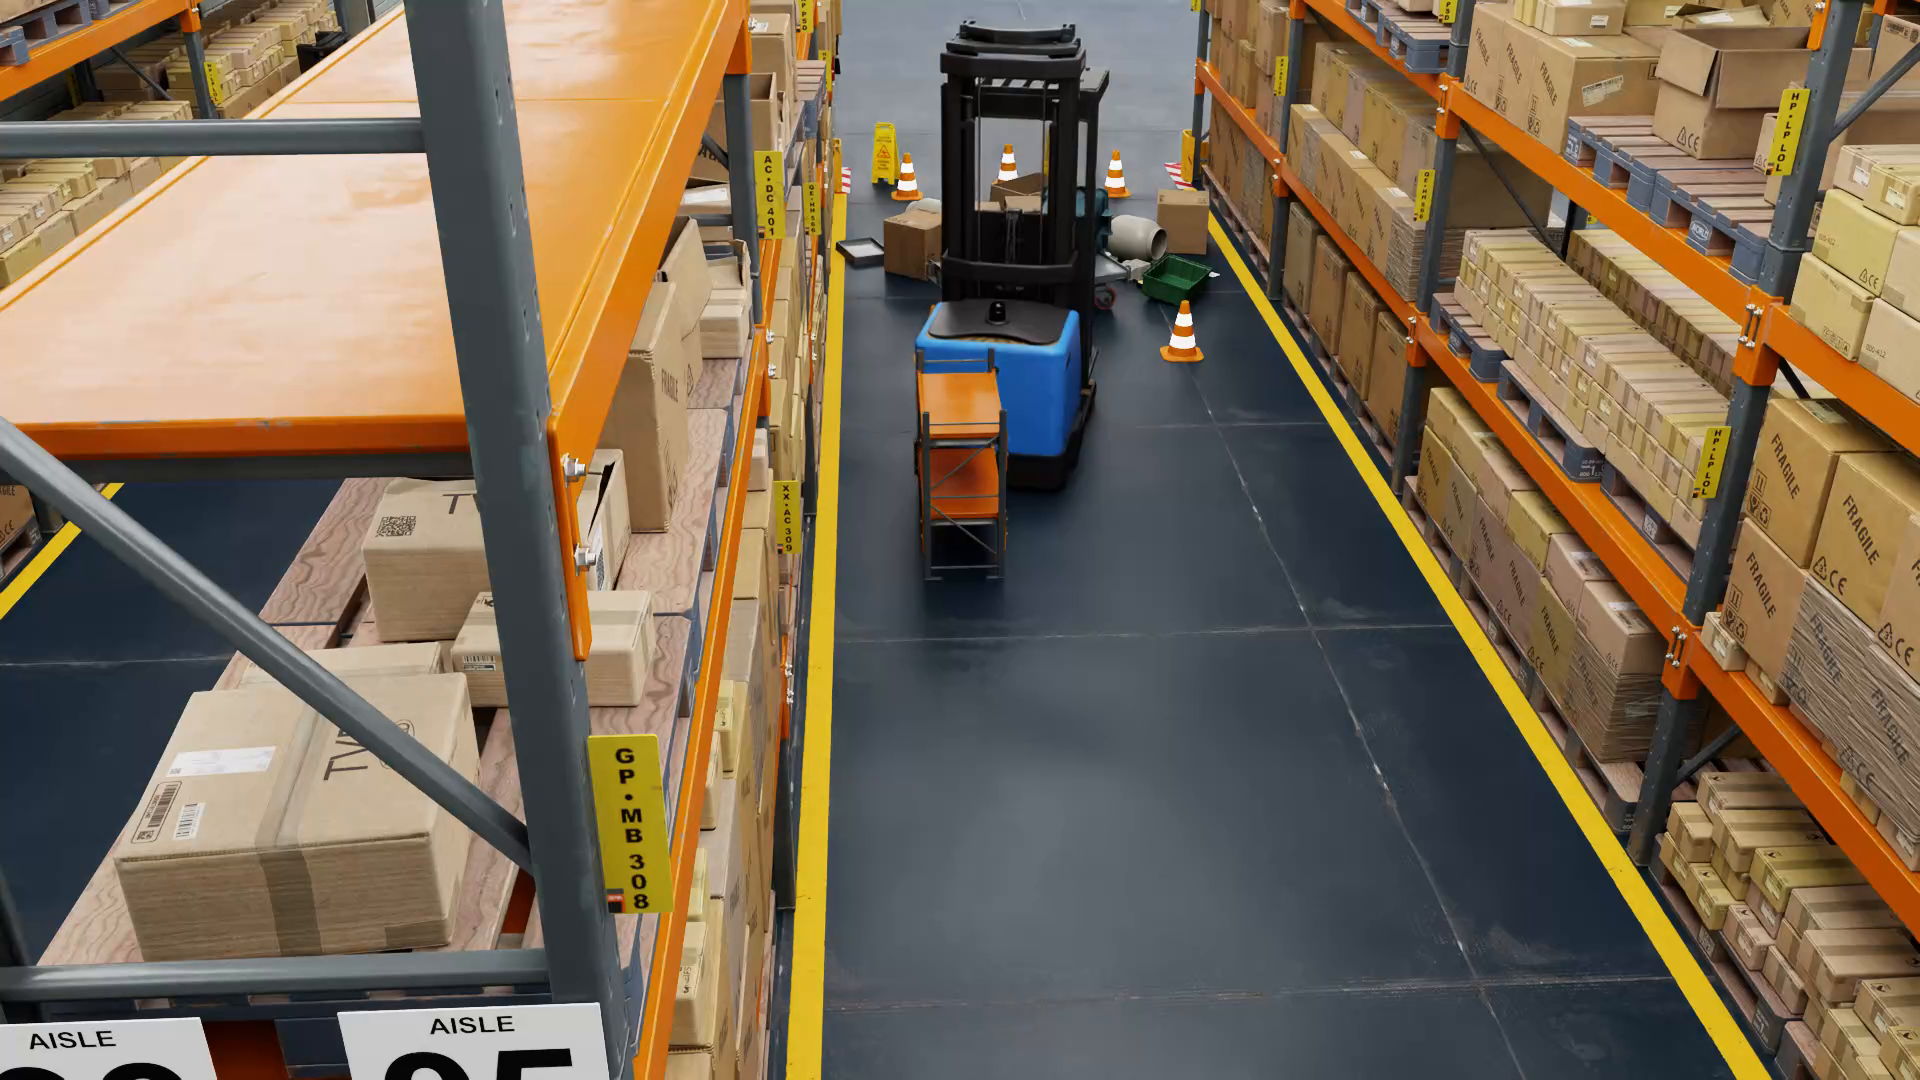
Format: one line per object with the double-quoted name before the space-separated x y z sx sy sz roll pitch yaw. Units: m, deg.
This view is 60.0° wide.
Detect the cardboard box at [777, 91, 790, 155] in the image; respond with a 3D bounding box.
"cardboard box" -0.997 -1.966 7.786 0.396 0.266 0.258 1 28 2

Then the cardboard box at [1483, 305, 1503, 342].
"cardboard box" 3.328 -1.285 9.851 0.380 0.149 0.250 0 28 0

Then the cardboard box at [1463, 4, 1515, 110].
"cardboard box" 3.242 -2.775 9.537 0.500 0.500 0.500 -1 28 -3

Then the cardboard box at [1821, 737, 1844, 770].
"cardboard box" 3.537 0.792 6.322 0.380 0.149 0.250 -3 28 -5

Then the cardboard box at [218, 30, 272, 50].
"cardboard box" -6.523 -4.556 15.173 0.380 0.149 0.250 -1 28 -2

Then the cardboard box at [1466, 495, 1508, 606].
"cardboard box" 3.321 0.053 9.715 0.500 0.500 0.500 -2 28 -4

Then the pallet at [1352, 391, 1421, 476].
"pallet" 3.512 -0.800 12.118 1.003 0.211 1.213 -1 28 -3

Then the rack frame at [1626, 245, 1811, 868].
"rack frame" 3.687 0.177 7.230 1.000 3.000 0.127 -1 28 -3

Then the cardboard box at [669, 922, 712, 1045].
"cardboard box" -0.768 1.002 3.757 0.380 0.149 0.250 -1 28 -1

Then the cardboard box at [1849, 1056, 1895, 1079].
"cardboard box" 3.477 2.009 6.024 0.380 0.149 0.250 -1 28 -2

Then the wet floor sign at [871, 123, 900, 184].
"wet floor sign" -0.819 -4.269 18.299 0.267 0.644 0.232 8 29 15

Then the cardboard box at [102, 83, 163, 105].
"cardboard box" -6.899 -3.704 13.861 0.380 0.149 0.250 -2 28 -3

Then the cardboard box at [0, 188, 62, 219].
"cardboard box" -6.220 -2.231 11.036 0.380 0.149 0.250 -1 28 -2

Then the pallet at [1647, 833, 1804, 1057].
"pallet" 3.757 1.722 7.282 1.003 0.211 1.213 -1 28 -3

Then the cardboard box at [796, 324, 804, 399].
"cardboard box" -1.104 -0.969 9.049 0.500 0.250 0.500 -2 28 -4

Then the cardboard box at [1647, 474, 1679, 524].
"cardboard box" 3.454 -0.197 7.764 0.380 0.149 0.250 -1 28 -2

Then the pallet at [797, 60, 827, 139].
"pallet" -1.374 -2.455 9.235 1.213 0.211 1.003 0 28 0

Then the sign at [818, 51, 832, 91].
"sign" -1.115 -3.880 13.756 0.100 0.325 0.005 -1 28 -3

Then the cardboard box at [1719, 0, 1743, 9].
"cardboard box" 7.822 -5.335 16.287 0.500 0.500 0.500 -1 28 -3

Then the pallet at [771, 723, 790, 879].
"pallet" -1.367 1.225 8.236 1.003 0.211 1.213 -1 28 -3

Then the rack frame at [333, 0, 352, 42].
"rack frame" -6.835 -5.077 17.304 1.000 3.000 0.127 -1 28 -3

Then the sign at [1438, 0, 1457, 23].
"sign" 2.923 -3.255 9.922 0.100 0.325 0.005 -1 28 -3

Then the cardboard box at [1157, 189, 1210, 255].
"cardboard box" 2.163 -3.103 16.218 0.500 0.500 0.500 3 28 6

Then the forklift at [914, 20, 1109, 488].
"forklift" 0.456 -2.310 12.072 1.130 2.935 3.031 5 28 9

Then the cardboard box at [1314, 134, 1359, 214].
"cardboard box" 3.078 -2.849 12.922 0.500 0.500 0.500 -2 28 -3

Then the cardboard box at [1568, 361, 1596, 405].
"cardboard box" 3.396 -0.818 8.632 0.380 0.149 0.250 -1 28 -2

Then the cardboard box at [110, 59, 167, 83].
"cardboard box" -6.916 -3.951 14.013 0.380 0.149 0.250 -2 28 -4

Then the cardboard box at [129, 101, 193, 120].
"cardboard box" -6.386 -3.410 13.296 0.380 0.149 0.250 0 28 -1

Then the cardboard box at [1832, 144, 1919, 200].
"cardboard box" 3.460 -1.345 6.094 0.380 0.149 0.250 -2 28 -4

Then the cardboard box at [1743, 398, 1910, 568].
"cardboard box" 3.467 -0.229 6.496 0.500 0.500 0.500 -1 28 -1

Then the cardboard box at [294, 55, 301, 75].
"cardboard box" -6.502 -4.424 15.943 0.500 0.500 0.500 -2 28 -4

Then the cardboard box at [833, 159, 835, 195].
"cardboard box" -1.566 -3.788 17.351 0.500 0.250 0.500 -2 28 -3

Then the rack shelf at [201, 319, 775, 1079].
"rack shelf" -1.147 0.255 4.613 1.077 0.370 4.000 -1 28 -3

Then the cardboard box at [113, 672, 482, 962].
"cardboard box" -1.156 0.490 2.985 0.500 0.250 0.500 -4 28 -7

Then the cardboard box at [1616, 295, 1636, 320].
"cardboard box" 4.003 -1.300 9.557 0.380 0.149 0.250 -1 28 -3

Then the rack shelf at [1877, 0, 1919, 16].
"rack shelf" 8.332 -3.678 12.155 1.077 0.370 4.000 -1 28 -3

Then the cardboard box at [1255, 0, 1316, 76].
"cardboard box" 3.139 -4.486 14.839 0.875 0.550 0.550 -1 28 -3

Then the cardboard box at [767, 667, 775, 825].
"cardboard box" -0.939 0.744 6.034 0.500 0.500 0.500 -2 28 -4

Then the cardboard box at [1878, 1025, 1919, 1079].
"cardboard box" 3.554 1.877 5.955 0.380 0.149 0.250 -1 28 -2

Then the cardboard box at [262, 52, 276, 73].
"cardboard box" -6.418 -4.307 15.018 0.380 0.149 0.250 -2 28 -4

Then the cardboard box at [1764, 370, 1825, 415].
"cardboard box" 4.083 -0.717 8.118 0.380 0.149 0.250 -2 28 -3

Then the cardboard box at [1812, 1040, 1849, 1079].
"cardboard box" 3.493 2.029 6.308 0.380 0.149 0.250 -2 28 -4

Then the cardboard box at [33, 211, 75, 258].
"cardboard box" -6.221 -1.980 10.987 0.500 0.250 0.500 -1 28 -1

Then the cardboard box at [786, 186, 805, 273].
"cardboard box" -1.172 -1.760 9.753 0.500 0.500 0.500 -2 28 -4

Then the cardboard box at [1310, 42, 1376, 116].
"cardboard box" 3.301 -3.776 13.620 0.700 0.500 0.500 -2 28 -4

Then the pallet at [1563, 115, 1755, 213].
"pallet" 3.704 -1.837 8.049 1.213 0.211 1.003 -1 28 -3

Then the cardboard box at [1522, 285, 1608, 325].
"cardboard box" 3.363 -1.307 9.248 0.380 0.149 0.250 0 28 0

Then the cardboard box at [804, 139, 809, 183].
"cardboard box" -1.321 -2.566 11.604 0.500 0.500 0.500 -1 28 -2

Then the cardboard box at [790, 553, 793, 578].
"cardboard box" -1.039 -0.039 7.806 0.500 0.250 0.500 -2 28 -4

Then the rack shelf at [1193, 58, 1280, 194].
"rack shelf" 3.165 -4.123 16.251 1.077 0.370 4.000 -1 28 -3

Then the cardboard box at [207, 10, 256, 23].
"cardboard box" -7.024 -5.023 16.068 0.380 0.149 0.250 -1 28 -2

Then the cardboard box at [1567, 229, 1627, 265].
"cardboard box" 3.961 -1.794 10.182 0.380 0.149 0.250 -2 28 -5

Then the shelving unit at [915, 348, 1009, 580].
"shelving unit" 0.000 -0.496 10.546 0.538 1.125 1.048 -1 28 -3

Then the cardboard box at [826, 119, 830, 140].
"cardboard box" -1.467 -4.017 16.277 0.380 0.149 0.250 0 28 0

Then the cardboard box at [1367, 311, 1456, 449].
"cardboard box" 3.536 -1.143 11.738 1.050 0.750 0.750 -2 28 -3
